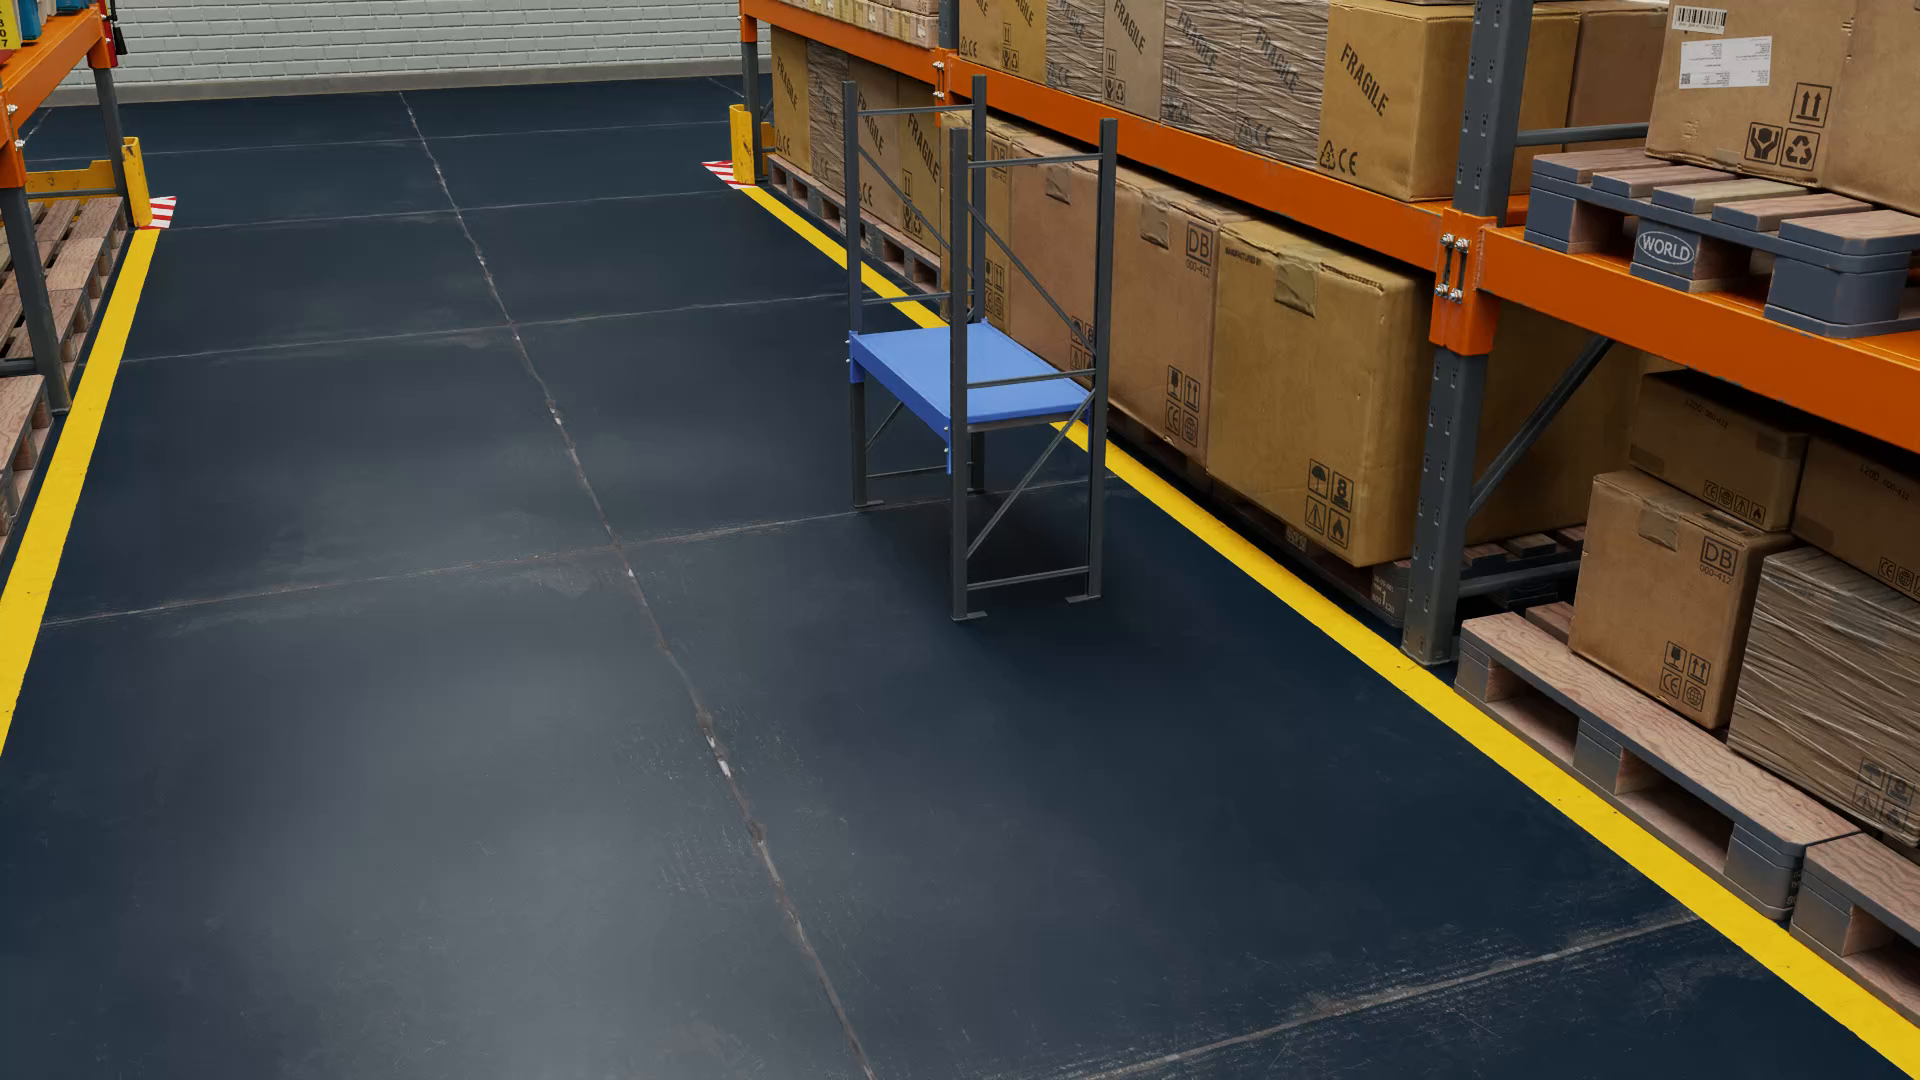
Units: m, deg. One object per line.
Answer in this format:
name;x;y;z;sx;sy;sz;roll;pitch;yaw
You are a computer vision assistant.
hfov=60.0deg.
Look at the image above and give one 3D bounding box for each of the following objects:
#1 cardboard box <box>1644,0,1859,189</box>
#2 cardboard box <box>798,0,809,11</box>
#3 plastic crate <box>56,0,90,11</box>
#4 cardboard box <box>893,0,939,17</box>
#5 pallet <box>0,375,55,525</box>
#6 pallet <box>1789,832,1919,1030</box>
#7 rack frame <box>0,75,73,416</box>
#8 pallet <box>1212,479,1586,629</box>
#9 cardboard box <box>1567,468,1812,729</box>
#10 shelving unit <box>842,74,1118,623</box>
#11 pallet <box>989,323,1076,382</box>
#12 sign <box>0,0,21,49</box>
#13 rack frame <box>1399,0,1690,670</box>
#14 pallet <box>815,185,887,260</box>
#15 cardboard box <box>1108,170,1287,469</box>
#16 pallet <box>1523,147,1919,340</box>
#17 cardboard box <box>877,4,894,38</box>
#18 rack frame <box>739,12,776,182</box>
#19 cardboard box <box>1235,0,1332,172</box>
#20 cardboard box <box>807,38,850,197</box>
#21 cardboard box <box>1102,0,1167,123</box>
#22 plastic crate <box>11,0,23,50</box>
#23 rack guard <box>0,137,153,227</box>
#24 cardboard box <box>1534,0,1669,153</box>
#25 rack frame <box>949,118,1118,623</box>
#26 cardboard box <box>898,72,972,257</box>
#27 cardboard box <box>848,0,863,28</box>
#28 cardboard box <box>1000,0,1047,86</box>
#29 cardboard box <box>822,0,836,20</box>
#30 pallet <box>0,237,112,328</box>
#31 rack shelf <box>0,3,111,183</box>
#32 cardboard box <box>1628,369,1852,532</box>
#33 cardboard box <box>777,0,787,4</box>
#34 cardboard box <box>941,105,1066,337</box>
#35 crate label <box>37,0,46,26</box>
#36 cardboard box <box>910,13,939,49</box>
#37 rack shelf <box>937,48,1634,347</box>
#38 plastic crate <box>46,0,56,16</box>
cardboard box;2.029;-1.144;3.932;0.500;0.500;0.500;-12;25;-25
cardboard box;-0.752;-3.245;9.910;0.380;0.149;0.250;-9;24;-20
plastic crate;-5.366;-3.270;9.524;0.616;0.435;0.499;-8;24;-19
cardboard box;-0.014;-2.741;8.201;0.500;0.250;0.500;-9;24;-20
pallet;-4.013;-0.298;6.185;1.003;0.211;1.213;-8;24;-19
pallet;2.502;0.917;3.303;1.003;0.211;1.213;-8;24;-19
rack frame;-4.246;-1.869;6.322;1.000;3.000;0.127;-8;24;-19
pallet;1.593;-0.107;5.732;1.003;0.211;1.213;-8;24;-19
cardboard box;2.056;0.095;4.315;0.700;0.500;0.500;-10;25;-22
shelving unit;0.030;-0.660;5.385;0.538;1.500;1.048;-8;24;-19
pallet;0.731;-0.993;7.835;1.003;0.211;1.213;-8;24;-19
sign;-3.731;-2.071;6.446;0.100;0.325;0.005;-8;24;-19
rack frame;1.801;-1.095;4.486;1.000;3.000;0.127;-8;24;-19
pallet;-0.243;-1.994;10.210;1.003;0.211;1.213;-8;24;-19
cardboard box;1.269;-0.888;6.190;1.225;0.875;0.875;-8;24;-19
pallet;2.152;-0.762;3.943;1.213;0.211;1.003;-8;24;-19
cardboard box;-0.208;-2.685;8.582;0.380;0.149;0.250;-9;24;-20
rack frame;-1.026;-4.002;11.383;1.000;3.000;0.127;-8;24;-19
cardboard box;1.224;-1.468;5.243;0.500;0.500;0.500;-9;24;-19
cardboard box;-0.403;-2.664;10.403;0.875;0.875;0.875;-8;24;-19
cardboard box;0.858;-1.842;6.128;0.500;0.500;0.500;-8;24;-18
plastic crate;-4.613;-2.422;7.710;0.437;0.282;0.530;-8;24;-19
rack guard;-5.680;-2.177;10.272;1.175;0.500;0.348;-8;24;-19
cardboard box;1.883;-1.355;4.974;0.500;0.500;0.500;-8;24;-17
rack frame;0.210;-0.475;4.947;0.500;1.500;0.032;-8;24;-19
cardboard box;0.229;-2.014;8.860;0.875;0.875;0.875;-8;24;-19
cardboard box;-0.391;-2.872;9.026;0.380;0.149;0.250;-8;24;-18
cardboard box;0.495;-2.210;7.004;0.500;0.500;0.500;-8;24;-19
cardboard box;-0.570;-3.058;9.467;0.380;0.149;0.250;-8;24;-18
pallet;-4.977;-1.290;8.538;1.003;0.211;1.213;-8;24;-19
rack shelf;-4.953;-2.264;8.186;1.077;0.370;4.000;-8;24;-19
cardboard box;2.065;-0.252;4.172;0.500;0.250;0.500;-7;24;-17
cardboard box;-0.933;-3.431;10.352;0.380;0.149;0.250;-9;24;-20
cardboard box;0.632;-1.533;7.720;1.225;0.875;0.875;-8;24;-19
crate label;-4.992;-2.752;8.679;0.396;0.136;0.243;-8;24;-19
cardboard box;-0.027;-2.498;8.139;0.380;0.149;0.250;-8;24;-19
rack shelf;1.094;-1.490;6.350;1.077;0.370;4.000;-8;24;-19
plastic crate;-5.202;-2.957;9.166;0.396;0.136;0.243;-8;24;-19
